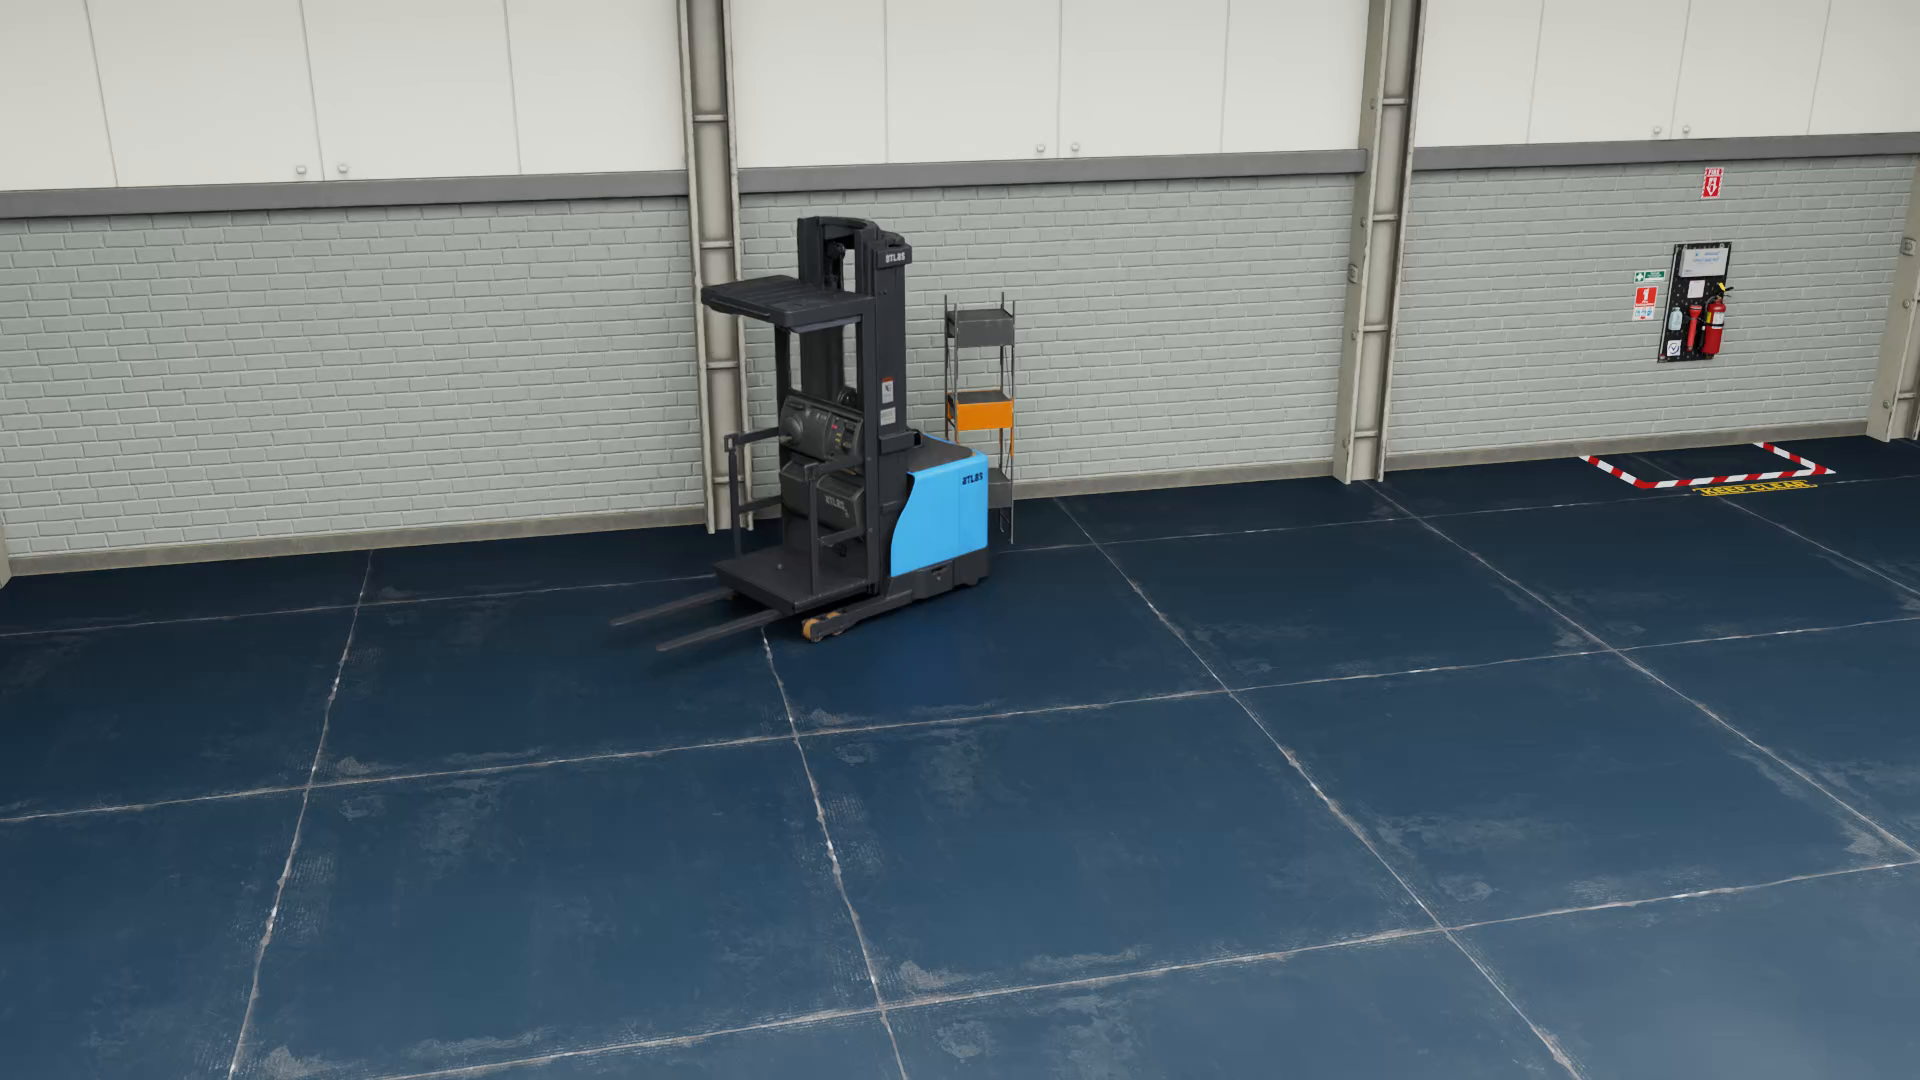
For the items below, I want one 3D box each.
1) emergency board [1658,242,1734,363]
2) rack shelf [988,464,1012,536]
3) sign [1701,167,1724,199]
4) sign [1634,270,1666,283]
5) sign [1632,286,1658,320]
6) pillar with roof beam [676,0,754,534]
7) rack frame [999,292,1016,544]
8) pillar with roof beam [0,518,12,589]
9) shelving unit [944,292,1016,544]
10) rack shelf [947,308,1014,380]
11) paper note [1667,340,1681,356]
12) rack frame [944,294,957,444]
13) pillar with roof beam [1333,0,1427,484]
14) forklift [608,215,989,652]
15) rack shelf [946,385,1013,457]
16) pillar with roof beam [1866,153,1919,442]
[{"bbox_3d":[7.234,-2.298,16.228,0.643,1.169,0.194,-5,21,-12],"label":"emergency board"},{"bbox_3d":[0.161,-0.329,14.235,0.480,0.518,0.431,-5,21,-12],"label":"rack shelf"},{"bbox_3d":[7.203,-3.419,15.918,0.199,0.298,0.001,-5,21,-12],"label":"sign"},{"bbox_3d":[6.679,-2.552,16.098,0.331,0.109,0.001,-5,21,-12],"label":"sign"},{"bbox_3d":[6.672,-2.306,16.196,0.234,0.329,0.001,-5,21,-12],"label":"sign"},{"bbox_3d":[-1.040,-2.907,9.168,0.400,9.000,9.100,-5,21,-12],"label":"pillar with roof beam"},{"bbox_3d":[0.399,-1.018,14.042,0.015,2.100,0.400,-5,21,-12],"label":"rack frame"},{"bbox_3d":[-6.879,-2.432,7.872,0.400,9.000,9.100,-5,21,-12],"label":"pillar with roof beam"},{"bbox_3d":[0.161,-0.999,13.989,0.503,2.100,0.431,-5,21,-12],"label":"shelving unit"},{"bbox_3d":[0.161,-1.644,13.753,0.480,0.518,0.431,-5,21,-12],"label":"rack shelf"},{"bbox_3d":[7.046,-1.894,16.404,0.142,0.148,0.016,-5,21,-12],"label":"paper note"},{"bbox_3d":[-0.076,-0.980,13.936,0.015,2.100,0.400,-5,21,-12],"label":"rack frame"},{"bbox_3d":[4.799,-3.382,10.464,0.400,9.000,9.100,-5,21,-12],"label":"pillar with roof beam"},{"bbox_3d":[-1.197,-0.829,12.316,3.031,2.935,1.130,-17,26,-39],"label":"forklift"},{"bbox_3d":[0.161,-0.986,13.994,0.480,0.518,0.431,-5,21,-12],"label":"rack shelf"},{"bbox_3d":[10.638,-3.857,11.761,0.400,9.000,9.100,-5,21,-12],"label":"pillar with roof beam"}]
